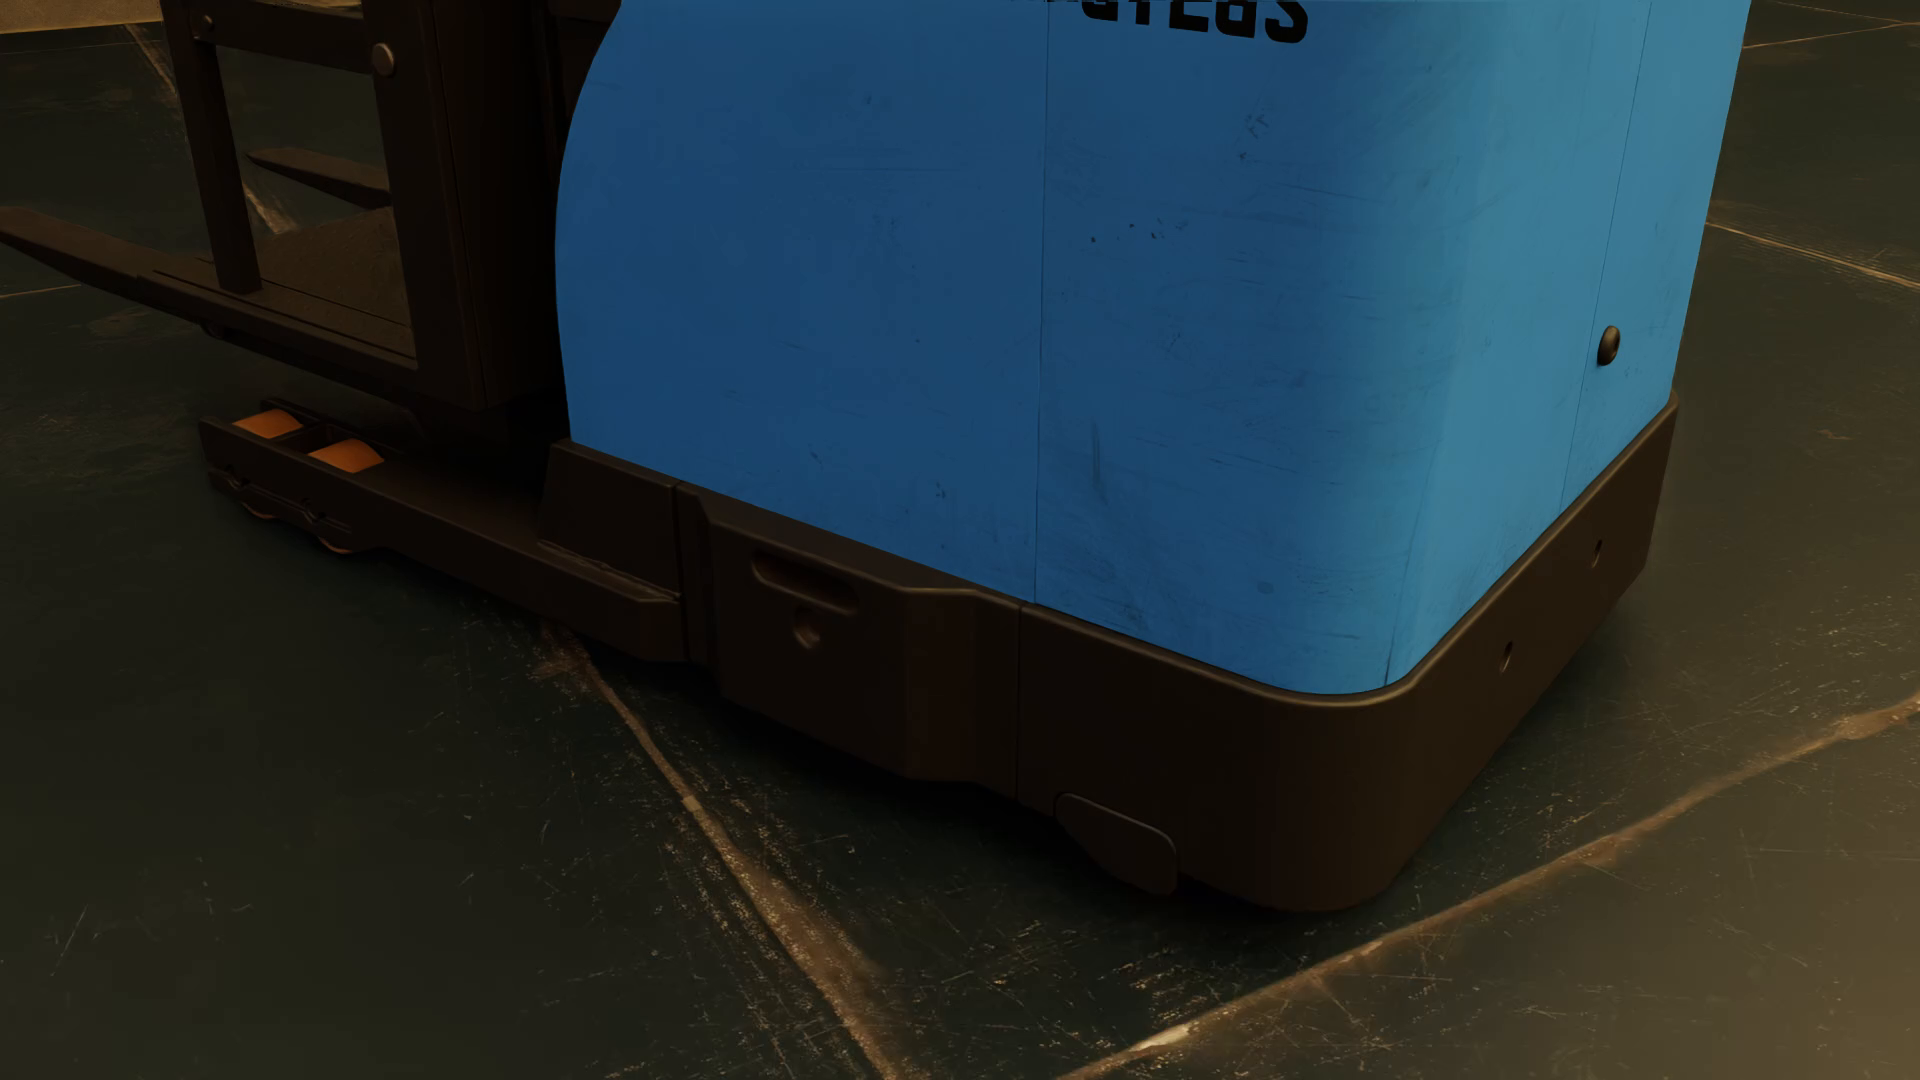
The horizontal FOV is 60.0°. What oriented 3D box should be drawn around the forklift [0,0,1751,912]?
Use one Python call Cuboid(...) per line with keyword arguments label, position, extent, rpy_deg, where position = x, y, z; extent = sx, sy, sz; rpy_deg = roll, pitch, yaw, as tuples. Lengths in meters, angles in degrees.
Cuboid(label="forklift", position=(-0.539, -1.458, 2.135), extent=(3.031, 2.935, 1.130), rpy_deg=(19, 32, 32))
